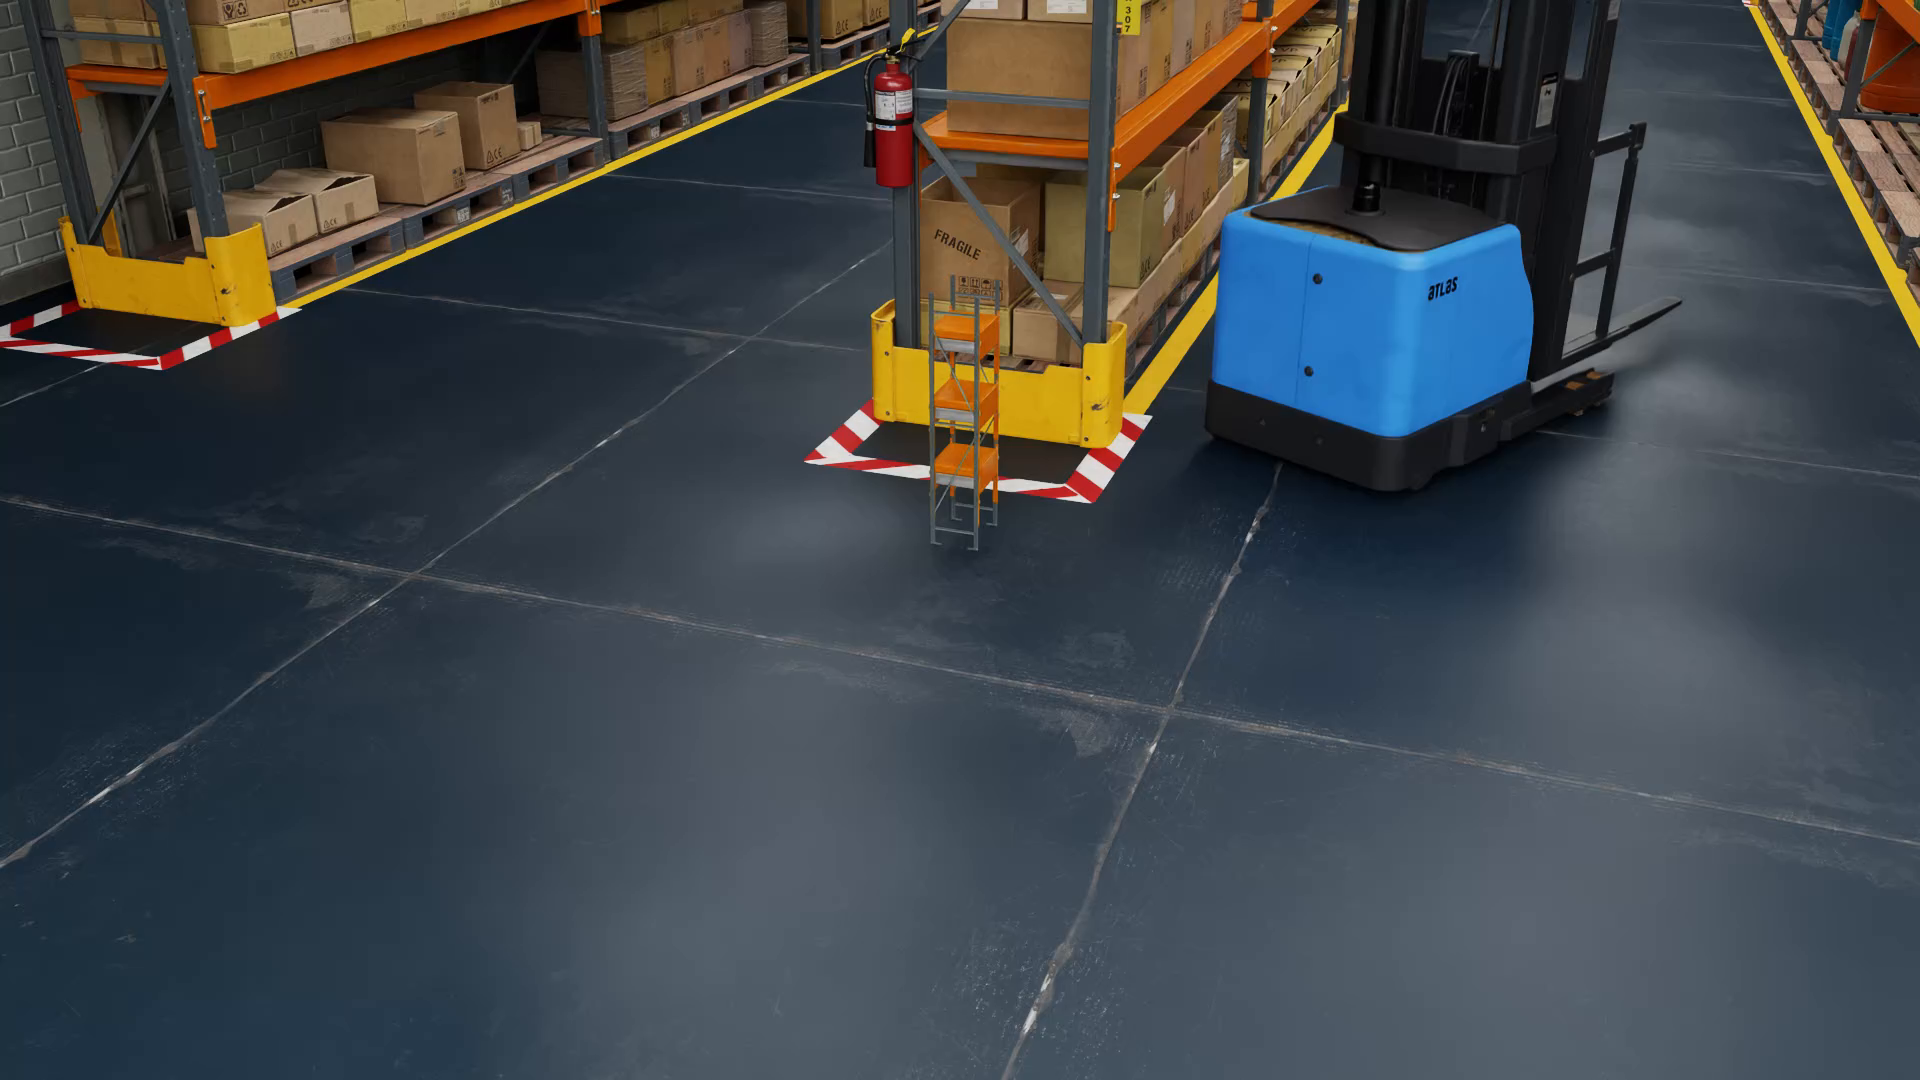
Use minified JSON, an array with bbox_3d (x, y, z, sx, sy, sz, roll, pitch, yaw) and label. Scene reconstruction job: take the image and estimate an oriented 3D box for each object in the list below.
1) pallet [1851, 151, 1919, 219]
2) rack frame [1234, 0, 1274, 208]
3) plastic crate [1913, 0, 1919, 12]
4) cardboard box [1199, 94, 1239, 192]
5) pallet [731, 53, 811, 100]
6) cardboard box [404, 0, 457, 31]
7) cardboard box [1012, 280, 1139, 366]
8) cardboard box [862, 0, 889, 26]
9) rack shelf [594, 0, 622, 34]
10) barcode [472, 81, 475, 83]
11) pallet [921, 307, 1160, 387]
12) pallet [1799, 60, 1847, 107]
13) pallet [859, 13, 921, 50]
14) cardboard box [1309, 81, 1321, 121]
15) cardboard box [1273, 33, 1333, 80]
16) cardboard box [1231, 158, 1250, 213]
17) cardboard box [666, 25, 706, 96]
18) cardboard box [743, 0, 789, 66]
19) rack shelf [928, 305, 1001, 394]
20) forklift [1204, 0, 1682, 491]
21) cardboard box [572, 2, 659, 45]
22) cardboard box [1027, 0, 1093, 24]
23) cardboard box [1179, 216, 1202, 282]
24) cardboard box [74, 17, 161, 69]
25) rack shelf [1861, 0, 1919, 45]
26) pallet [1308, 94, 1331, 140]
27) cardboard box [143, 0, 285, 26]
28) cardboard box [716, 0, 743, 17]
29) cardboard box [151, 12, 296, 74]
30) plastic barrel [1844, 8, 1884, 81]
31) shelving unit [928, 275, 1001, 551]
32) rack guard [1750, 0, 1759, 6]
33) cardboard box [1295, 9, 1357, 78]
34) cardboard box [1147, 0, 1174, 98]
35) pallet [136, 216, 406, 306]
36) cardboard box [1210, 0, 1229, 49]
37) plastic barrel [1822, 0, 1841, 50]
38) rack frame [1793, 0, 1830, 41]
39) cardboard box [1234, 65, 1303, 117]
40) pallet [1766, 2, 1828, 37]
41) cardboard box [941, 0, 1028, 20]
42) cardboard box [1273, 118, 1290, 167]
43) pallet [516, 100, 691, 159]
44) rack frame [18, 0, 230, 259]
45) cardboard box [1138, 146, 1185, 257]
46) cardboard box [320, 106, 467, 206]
[{"bbox_3d":[6.813,-2.427,11.519,1.003,0.211,1.213,9,27,17],"label":"pallet"},{"bbox_3d":[1.514,-3.570,10.681,1.000,3.000,0.127,9,27,17],"label":"rack frame"},{"bbox_3d":[6.497,-3.511,10.803,0.450,0.188,0.662,9,27,17],"label":"plastic crate"},{"bbox_3d":[1.389,-2.433,10.146,0.500,0.500,0.500,9,27,17],"label":"cardboard box"},{"bbox_3d":[-2.089,-4.355,15.502,1.003,0.211,1.213,9,27,17],"label":"pallet"},{"bbox_3d":[-3.523,-3.370,10.418,0.500,0.250,0.500,9,27,18],"label":"cardboard box"},{"bbox_3d":[0.571,-1.066,8.183,0.500,0.250,0.500,9,27,17],"label":"cardboard box"},{"bbox_3d":[-1.161,-5.794,17.260,0.750,0.750,0.750,9,27,17],"label":"cardboard box"},{"bbox_3d":[-2.493,-4.785,14.016,1.077,0.370,4.000,9,27,17],"label":"rack shelf"},{"bbox_3d":[-3.564,-3.317,12.155,0.001,0.075,0.075,9,27,17],"label":"barcode"},{"bbox_3d":[0.398,-0.992,8.556,1.003,0.211,1.213,9,27,17],"label":"pallet"},{"bbox_3d":[8.146,-4.069,14.911,1.003,0.211,1.213,9,27,17],"label":"pallet"},{"bbox_3d":[-1.086,-5.488,17.843,1.003,0.211,1.213,9,27,17],"label":"pallet"},{"bbox_3d":[2.562,-3.495,13.200,0.500,0.250,0.500,9,27,19],"label":"cardboard box"},{"bbox_3d":[2.736,-3.952,13.500,0.500,0.311,0.500,8,27,17],"label":"cardboard box"},{"bbox_3d":[1.566,-2.299,10.730,0.500,0.250,0.500,9,27,17],"label":"cardboard box"},{"bbox_3d":[-2.597,-4.088,14.115,0.700,0.500,0.500,9,27,18],"label":"cardboard box"},{"bbox_3d":[-2.018,-4.700,15.379,0.700,0.500,0.500,9,27,18],"label":"cardboard box"},{"bbox_3d":[0.018,-0.740,6.448,0.215,0.259,0.240,9,27,17],"label":"rack shelf"},{"bbox_3d":[2.540,-2.059,7.639,3.031,2.935,1.130,-22,34,-38],"label":"forklift"},{"bbox_3d":[-2.786,-4.184,13.452,0.500,0.250,0.500,8,27,16],"label":"cardboard box"},{"bbox_3d":[0.517,-2.393,7.392,0.380,0.149,0.250,9,27,17],"label":"cardboard box"},{"bbox_3d":[1.072,-1.682,9.455,0.500,0.250,0.500,9,27,17],"label":"cardboard box"},{"bbox_3d":[-4.517,-2.805,9.250,0.500,0.250,0.500,9,27,18],"label":"cardboard box"},{"bbox_3d":[6.850,-3.348,11.049,1.077,0.370,4.000,9,27,17],"label":"rack shelf"},{"bbox_3d":[2.535,-3.626,13.997,1.003,0.211,1.213,9,27,17],"label":"pallet"},{"bbox_3d":[-4.047,-3.075,8.947,0.500,0.500,0.500,9,27,18],"label":"cardboard box"},{"bbox_3d":[-2.267,-4.813,14.751,0.500,0.250,0.500,9,27,18],"label":"cardboard box"},{"bbox_3d":[-4.028,-2.739,9.114,0.500,0.250,0.500,8,27,16],"label":"cardboard box"},{"bbox_3d":[8.038,-4.265,14.402,0.600,0.588,0.708,9,27,17],"label":"plastic barrel"},{"bbox_3d":[0.018,-0.495,6.567,0.215,1.050,0.252,9,27,17],"label":"shelving unit"},{"bbox_3d":[10.173,-6.668,19.949,1.175,0.500,0.348,9,27,17],"label":"rack guard"},{"bbox_3d":[3.266,-4.432,14.826,0.500,0.500,0.500,10,28,20],"label":"cardboard box"},{"bbox_3d":[0.691,-2.581,8.524,0.700,0.500,0.500,9,27,18],"label":"cardboard box"},{"bbox_3d":[-4.161,-1.748,10.118,1.003,0.211,1.213,9,27,17],"label":"pallet"},{"bbox_3d":[1.203,-3.214,9.831,0.700,0.500,0.500,8,27,17],"label":"cardboard box"},{"bbox_3d":[8.649,-5.161,15.894,0.600,0.901,0.708,9,27,17],"label":"plastic barrel"},{"bbox_3d":[8.846,-6.138,15.985,1.000,3.000,0.127,9,27,17],"label":"rack frame"},{"bbox_3d":[2.229,-3.325,12.206,0.500,0.311,0.500,8,27,16],"label":"cardboard box"},{"bbox_3d":[9.459,-5.694,18.267,1.003,0.211,1.213,9,27,17],"label":"pallet"},{"bbox_3d":[0.131,-2.448,7.505,0.380,0.149,0.250,8,27,17],"label":"cardboard box"},{"bbox_3d":[2.053,-2.861,11.891,0.500,0.250,0.500,9,27,19],"label":"cardboard box"},{"bbox_3d":[-2.901,-3.352,13.431,1.003,0.211,1.213,9,27,17],"label":"pallet"},{"bbox_3d":[-4.489,-2.643,8.767,1.000,3.000,0.127,9,27,17],"label":"rack frame"},{"bbox_3d":[0.890,-1.816,8.872,0.500,0.500,0.500,9,27,17],"label":"cardboard box"},{"bbox_3d":[-3.693,-2.516,10.868,0.700,0.500,0.500,7,27,14],"label":"cardboard box"}]
